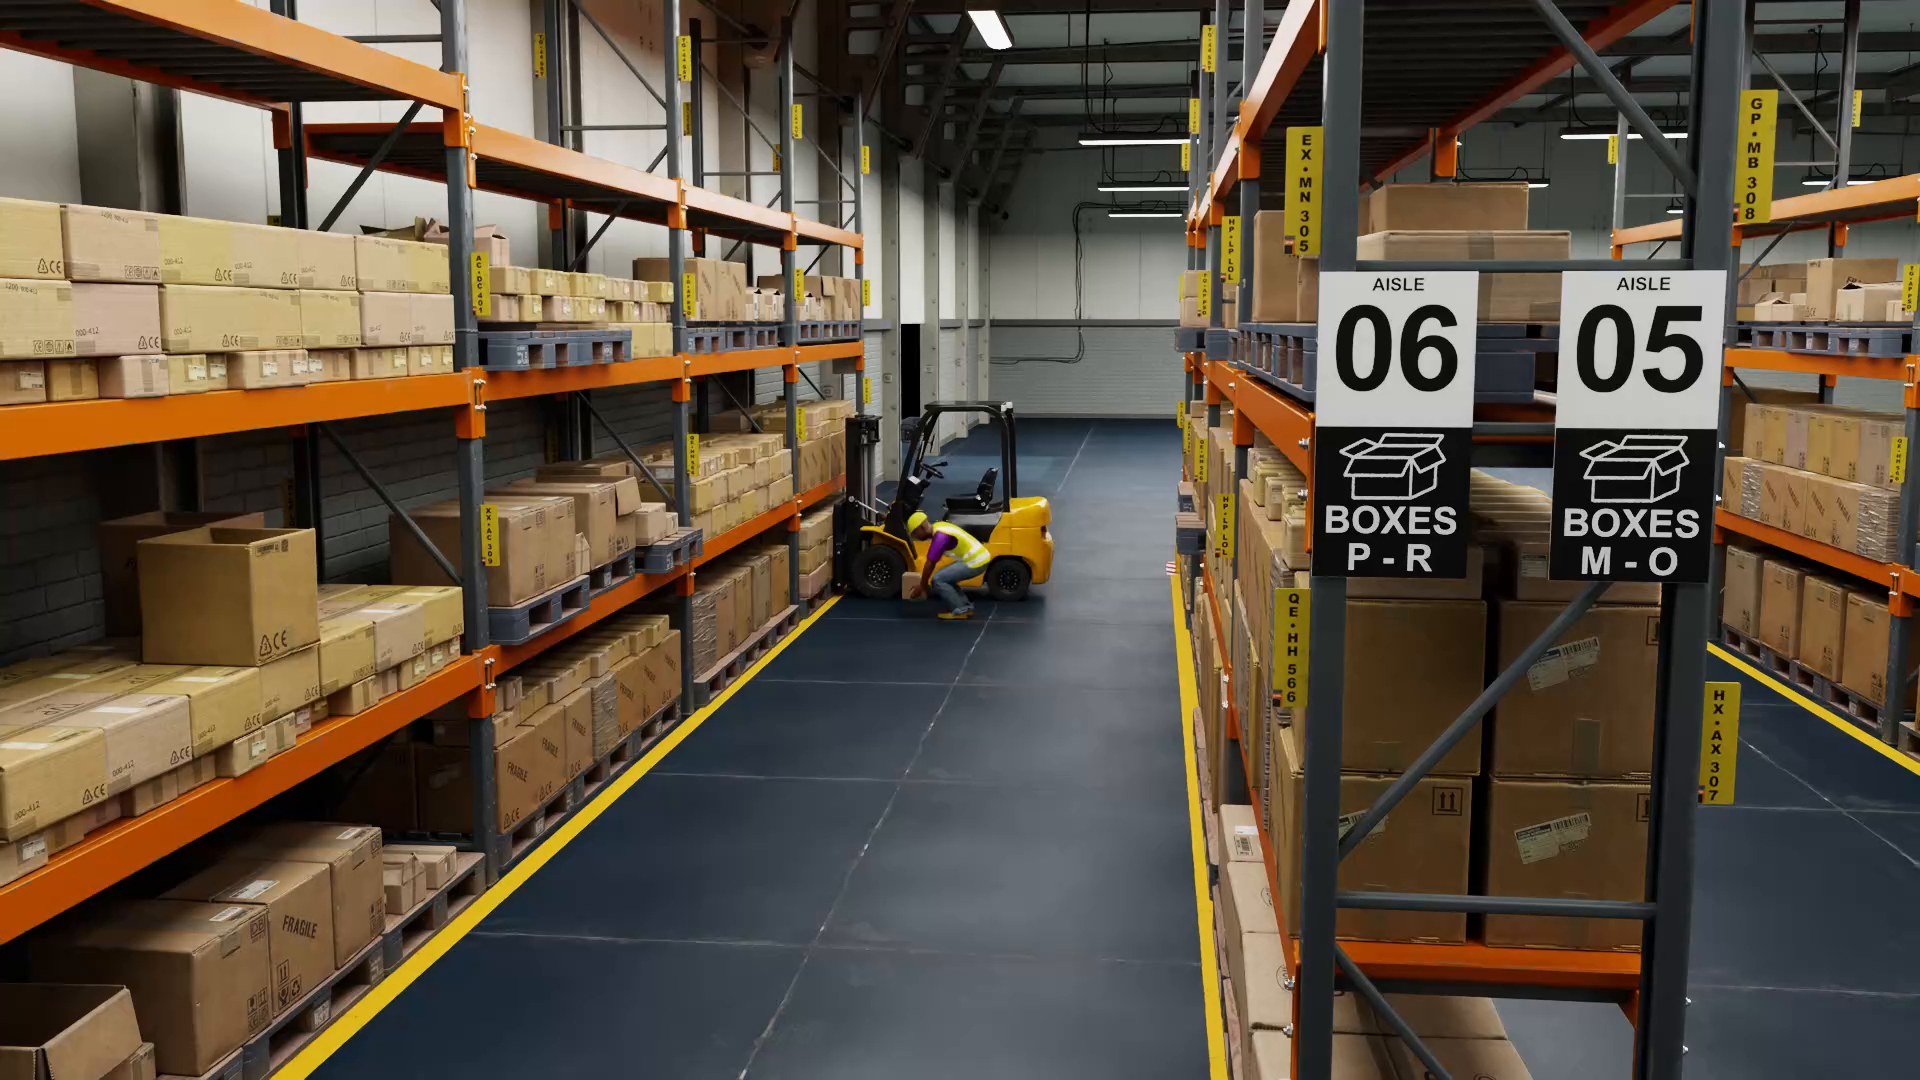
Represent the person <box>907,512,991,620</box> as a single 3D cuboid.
[{"bbox_3d":[-0.117,0.262,17.233,0.860,1.112,0.603,1,8,6],"label":"person"}]
